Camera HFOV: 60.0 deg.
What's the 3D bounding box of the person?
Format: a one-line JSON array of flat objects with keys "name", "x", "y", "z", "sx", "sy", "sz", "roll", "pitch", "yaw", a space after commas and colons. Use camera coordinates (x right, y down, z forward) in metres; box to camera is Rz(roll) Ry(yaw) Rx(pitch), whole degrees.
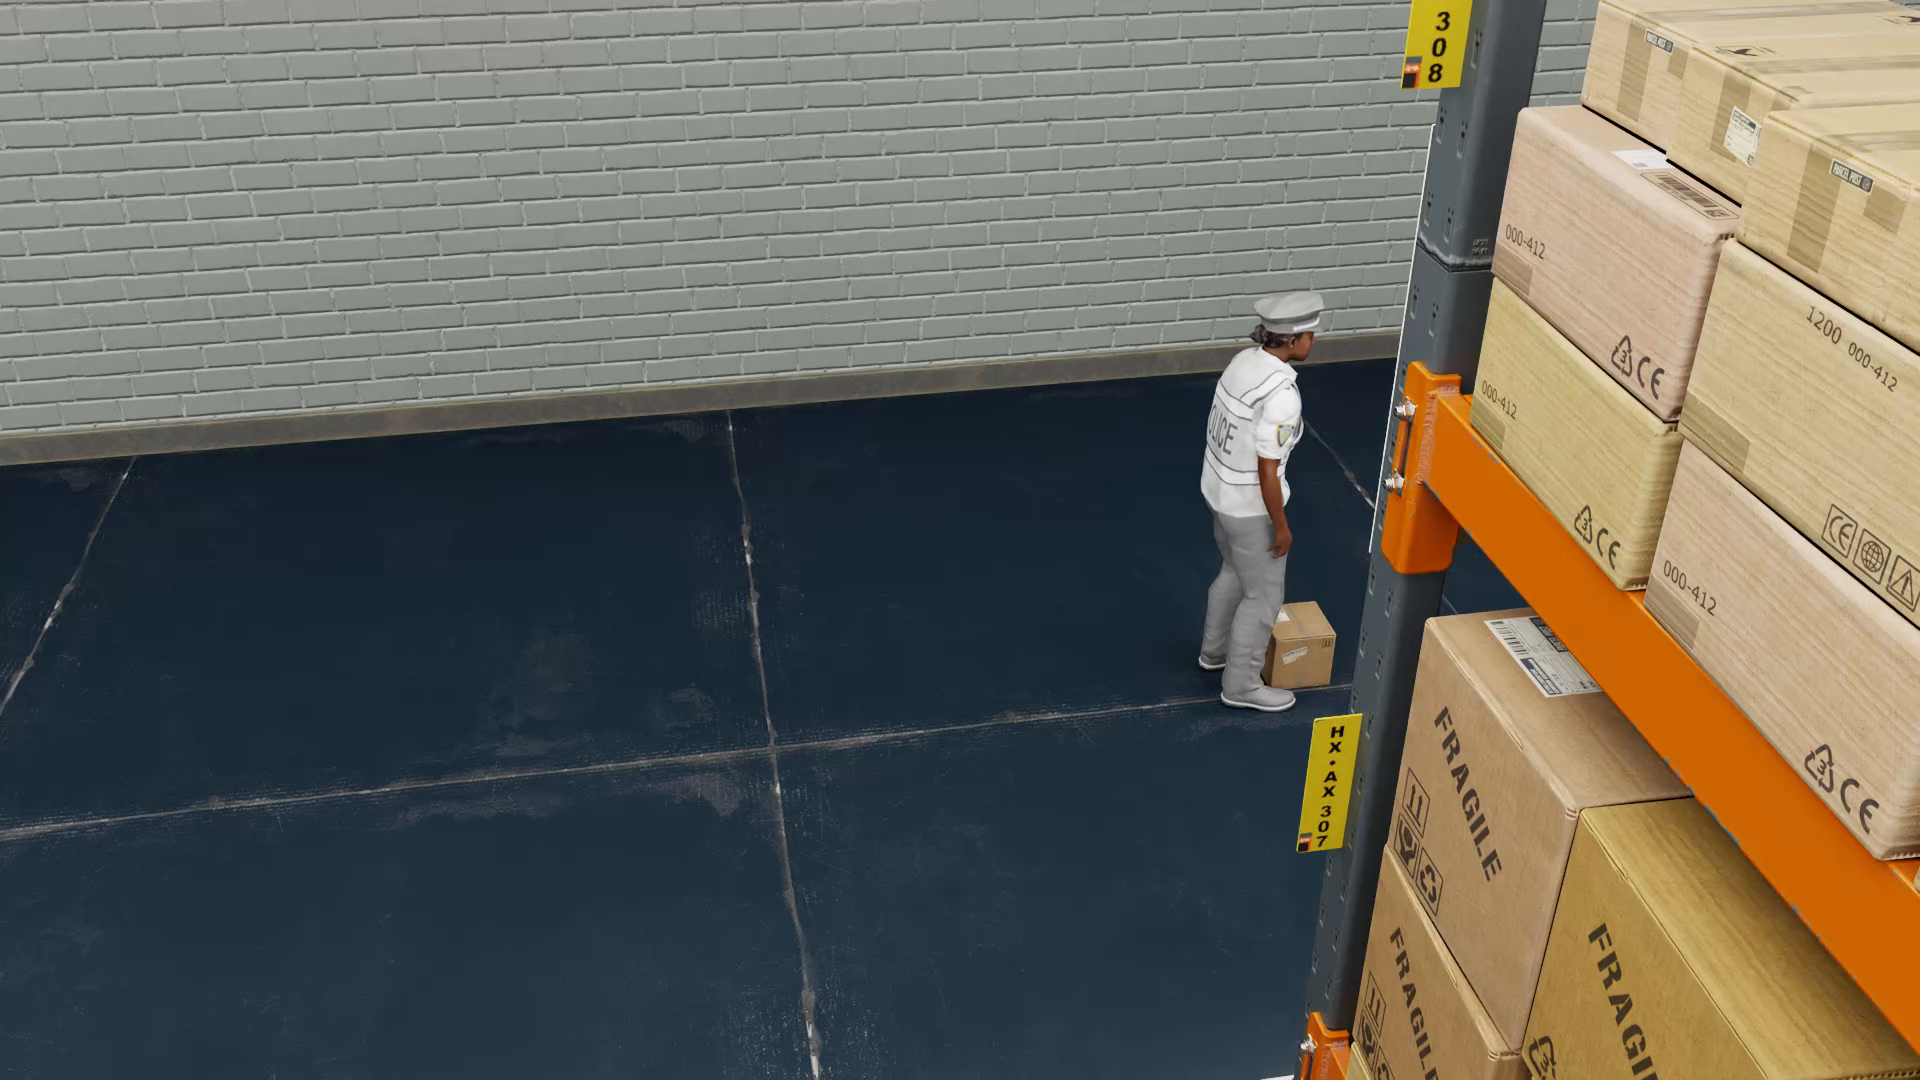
[{"name": "person", "x": 1.133, "y": -0.145, "z": 6.374, "sx": 0.393, "sy": 1.660, "sz": 0.506, "roll": -5, "pitch": 31, "yaw": -9}]
